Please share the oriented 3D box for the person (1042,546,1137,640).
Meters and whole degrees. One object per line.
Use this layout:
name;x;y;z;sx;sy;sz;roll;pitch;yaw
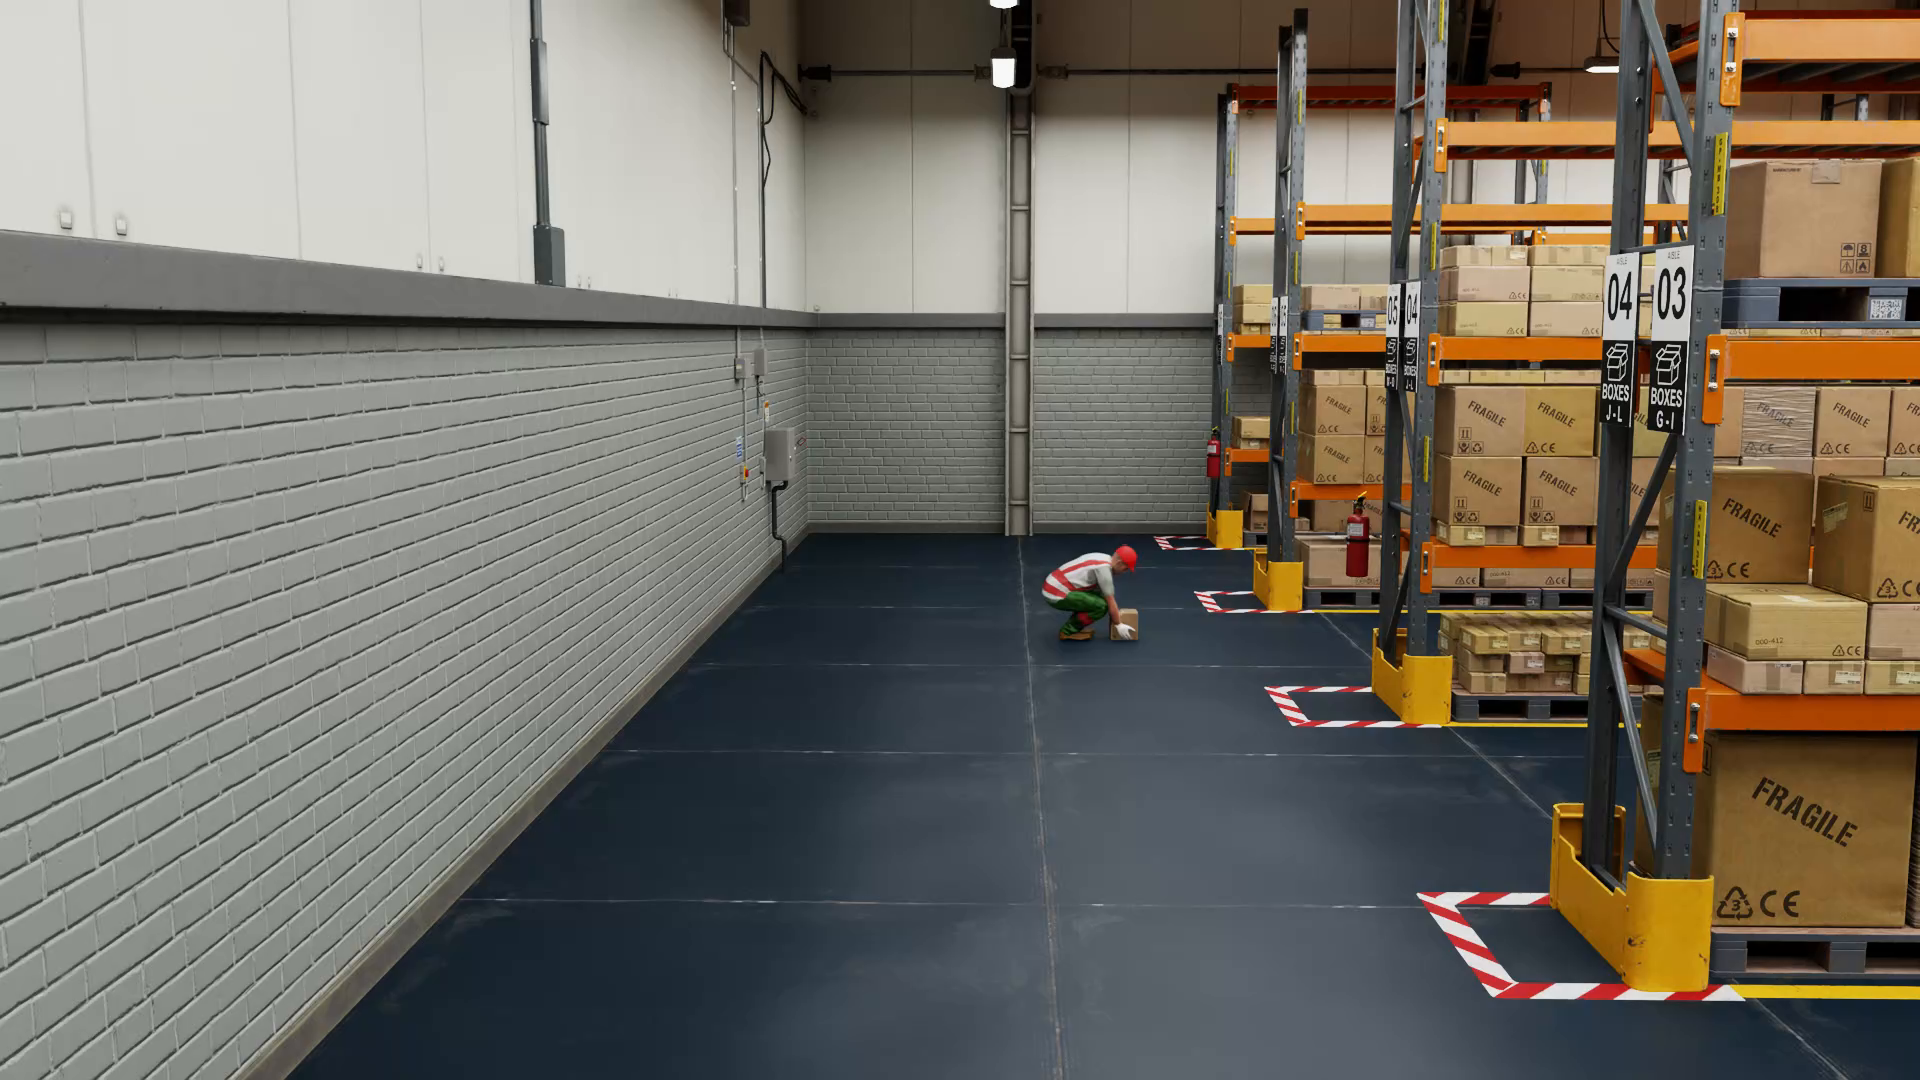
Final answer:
person;1.207;0.499;15.528;0.890;0.880;0.563;0;7;1
